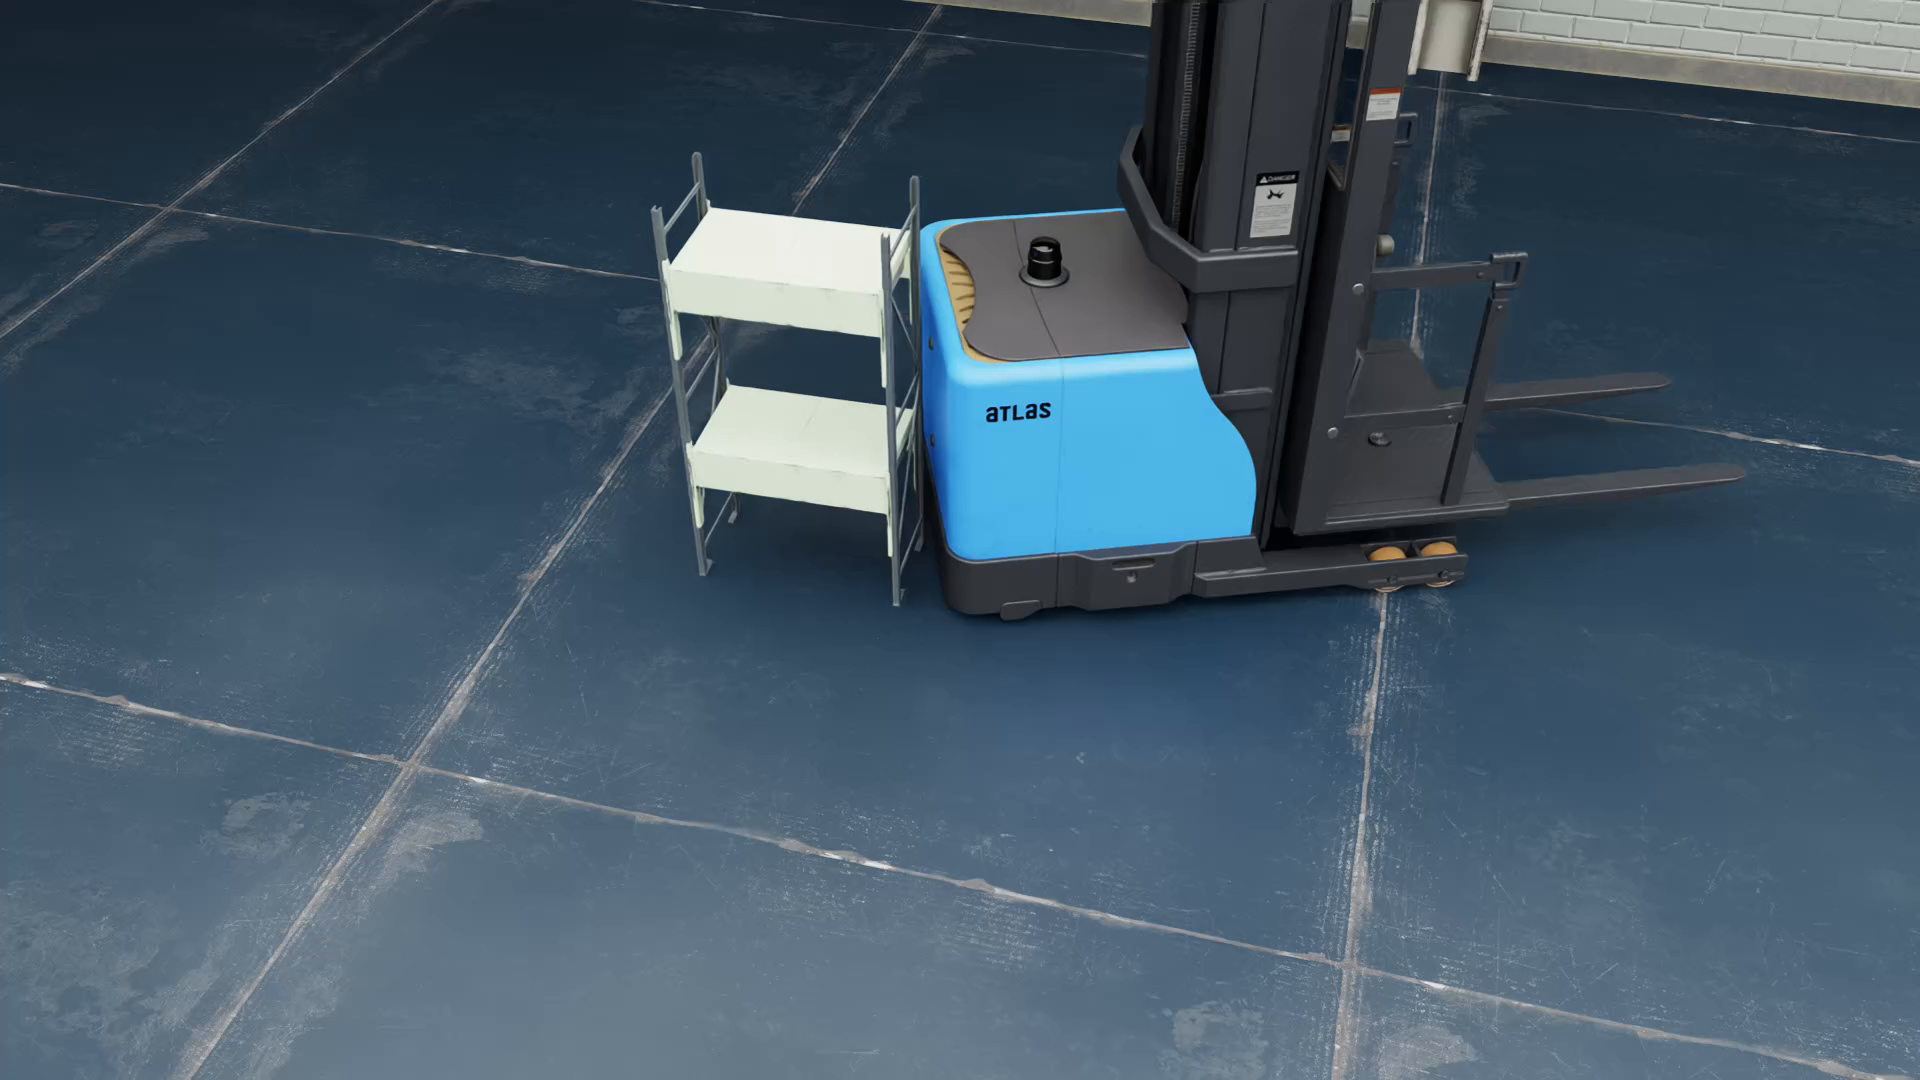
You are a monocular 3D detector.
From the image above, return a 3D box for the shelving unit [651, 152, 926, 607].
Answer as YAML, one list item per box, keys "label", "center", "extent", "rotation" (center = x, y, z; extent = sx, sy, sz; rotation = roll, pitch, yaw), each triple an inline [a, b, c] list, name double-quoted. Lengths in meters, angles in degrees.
- label: "shelving unit"
  center: [-0.542, -0.513, 5.695]
  extent: [0.755, 1.500, 0.431]
  rotation: [8, 41, 10]

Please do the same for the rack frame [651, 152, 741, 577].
- label: "rack frame"
  center: [-0.899, -0.566, 5.757]
  extent: [0.023, 1.500, 0.400]
  rotation: [8, 41, 10]

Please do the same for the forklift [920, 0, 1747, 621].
- label: "forklift"
  center: [1.388, -1.267, 5.479]
  extent: [3.031, 2.935, 1.130]
  rotation: [-5, 40, -6]

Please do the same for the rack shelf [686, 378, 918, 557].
- label: "rack shelf"
  center: [-0.542, -0.263, 5.904]
  extent: [0.720, 0.370, 0.431]
  rotation: [8, 41, 10]

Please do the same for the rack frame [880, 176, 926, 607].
- label: "rack frame"
  center: [-0.185, -0.460, 5.632]
  extent: [0.023, 1.500, 0.400]
  rotation: [8, 41, 10]

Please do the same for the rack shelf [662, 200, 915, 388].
- label: "rack shelf"
  center: [-0.542, -0.812, 5.444]
  extent: [0.720, 0.370, 0.431]
  rotation: [8, 41, 10]

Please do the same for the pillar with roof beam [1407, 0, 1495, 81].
- label: "pillar with roof beam"
  center: [1.631, -3.467, 3.381]
  extent: [0.400, 9.000, 9.100]
  rotation: [10, 41, 11]
